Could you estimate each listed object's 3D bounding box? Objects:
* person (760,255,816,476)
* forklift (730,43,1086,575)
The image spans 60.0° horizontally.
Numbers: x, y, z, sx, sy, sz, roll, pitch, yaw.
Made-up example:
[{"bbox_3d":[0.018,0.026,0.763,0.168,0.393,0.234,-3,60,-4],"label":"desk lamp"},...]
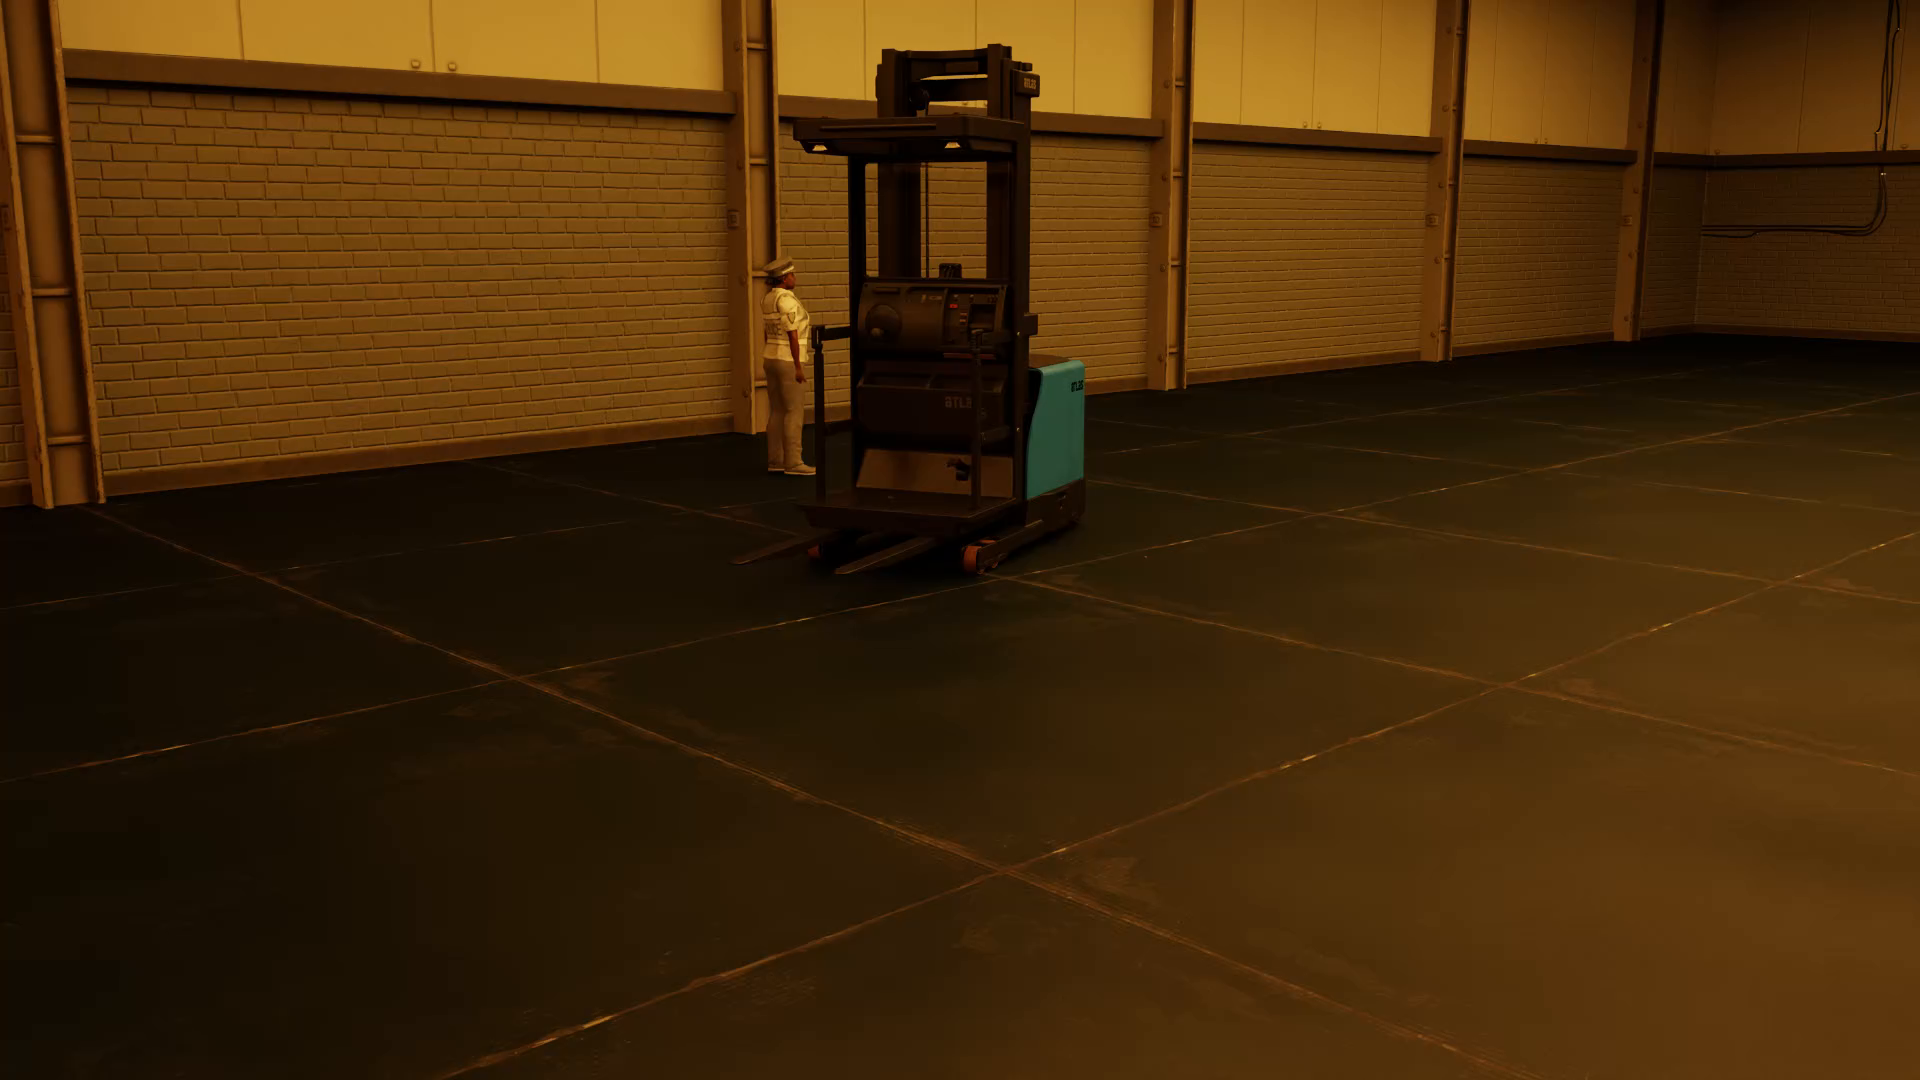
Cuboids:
[{"bbox_3d":[-1.341,-1.355,12.943,0.353,1.695,0.445,-8,13,-35],"label":"person"},{"bbox_3d":[-0.252,-1.336,9.520,1.130,2.935,3.031,5,12,24],"label":"forklift"}]
